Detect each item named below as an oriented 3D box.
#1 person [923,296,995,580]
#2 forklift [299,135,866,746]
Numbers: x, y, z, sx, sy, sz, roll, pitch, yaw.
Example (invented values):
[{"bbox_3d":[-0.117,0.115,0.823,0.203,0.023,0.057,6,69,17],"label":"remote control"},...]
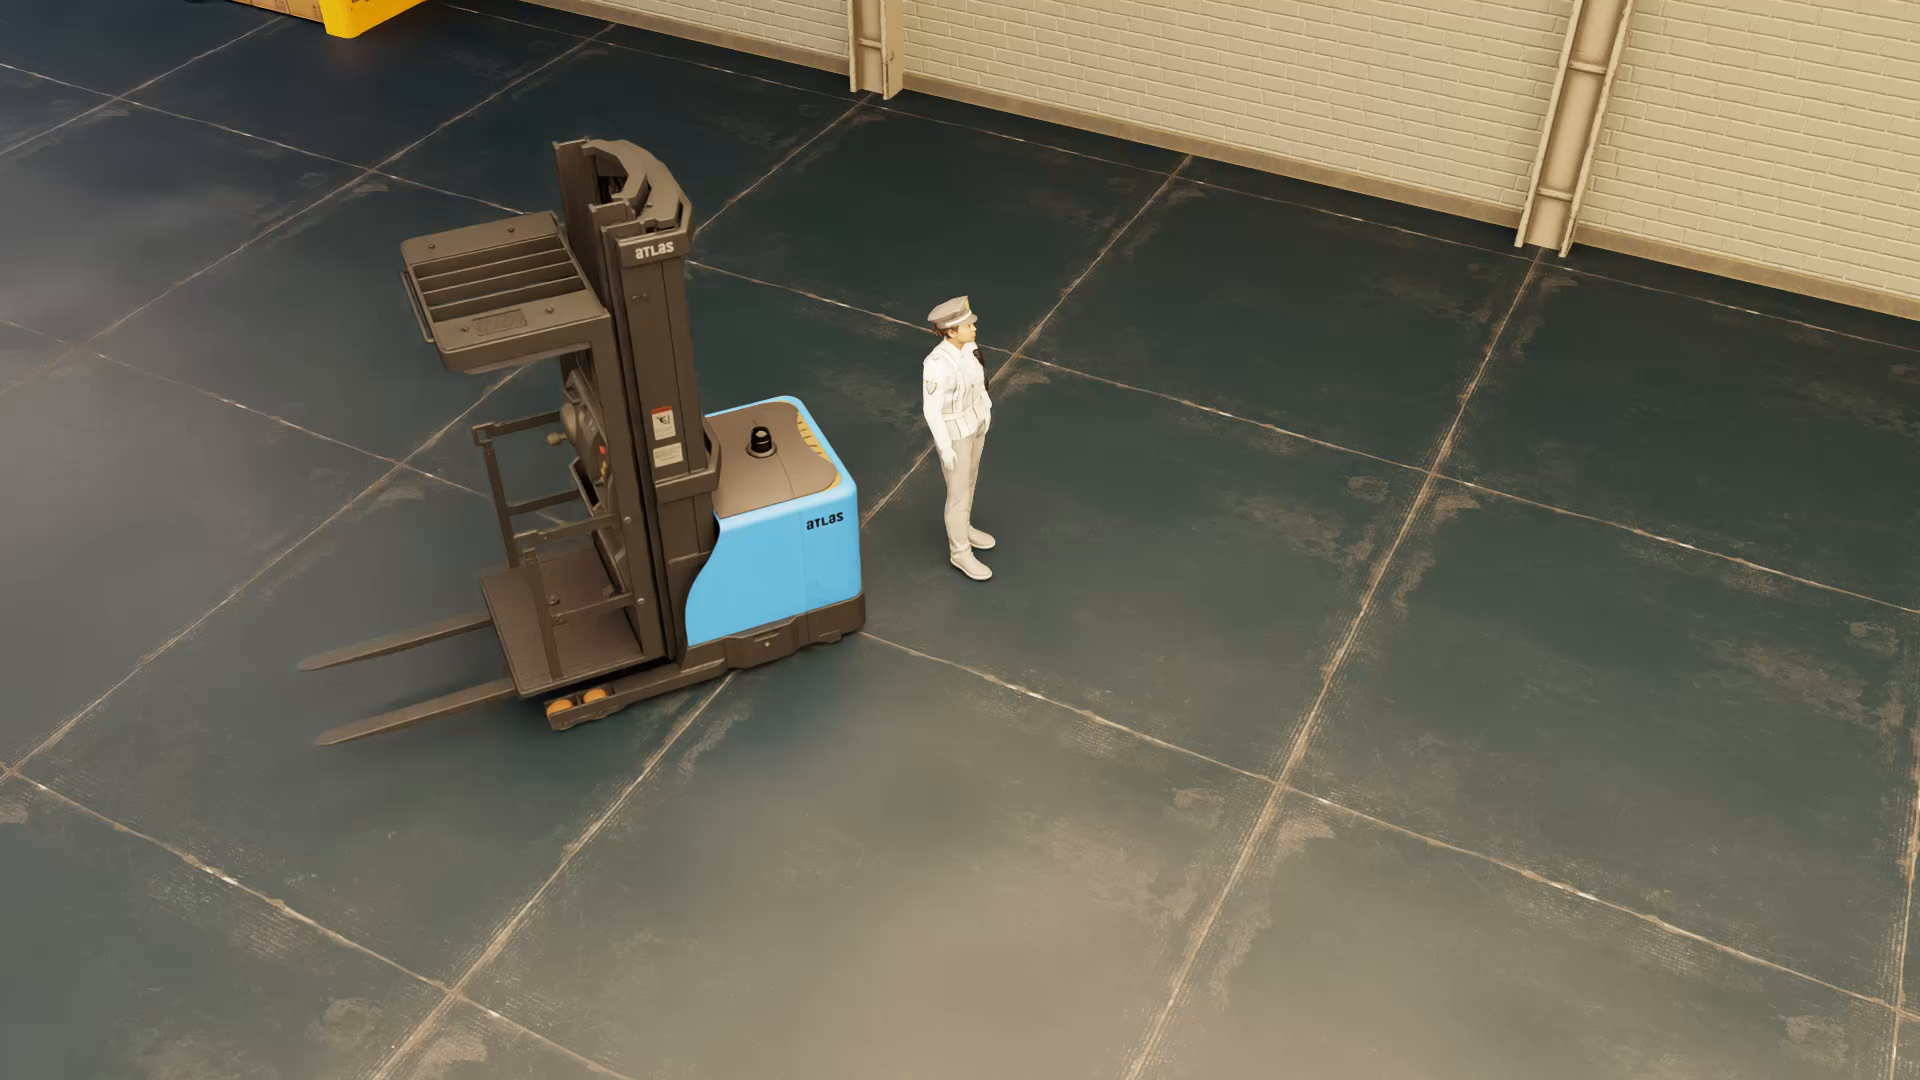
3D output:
[{"bbox_3d":[0.057,-0.630,9.683,0.534,1.696,0.587,18,43,21],"label":"person"},{"bbox_3d":[-2.106,-0.480,8.556,3.031,2.935,1.130,-16,43,-18],"label":"forklift"}]
